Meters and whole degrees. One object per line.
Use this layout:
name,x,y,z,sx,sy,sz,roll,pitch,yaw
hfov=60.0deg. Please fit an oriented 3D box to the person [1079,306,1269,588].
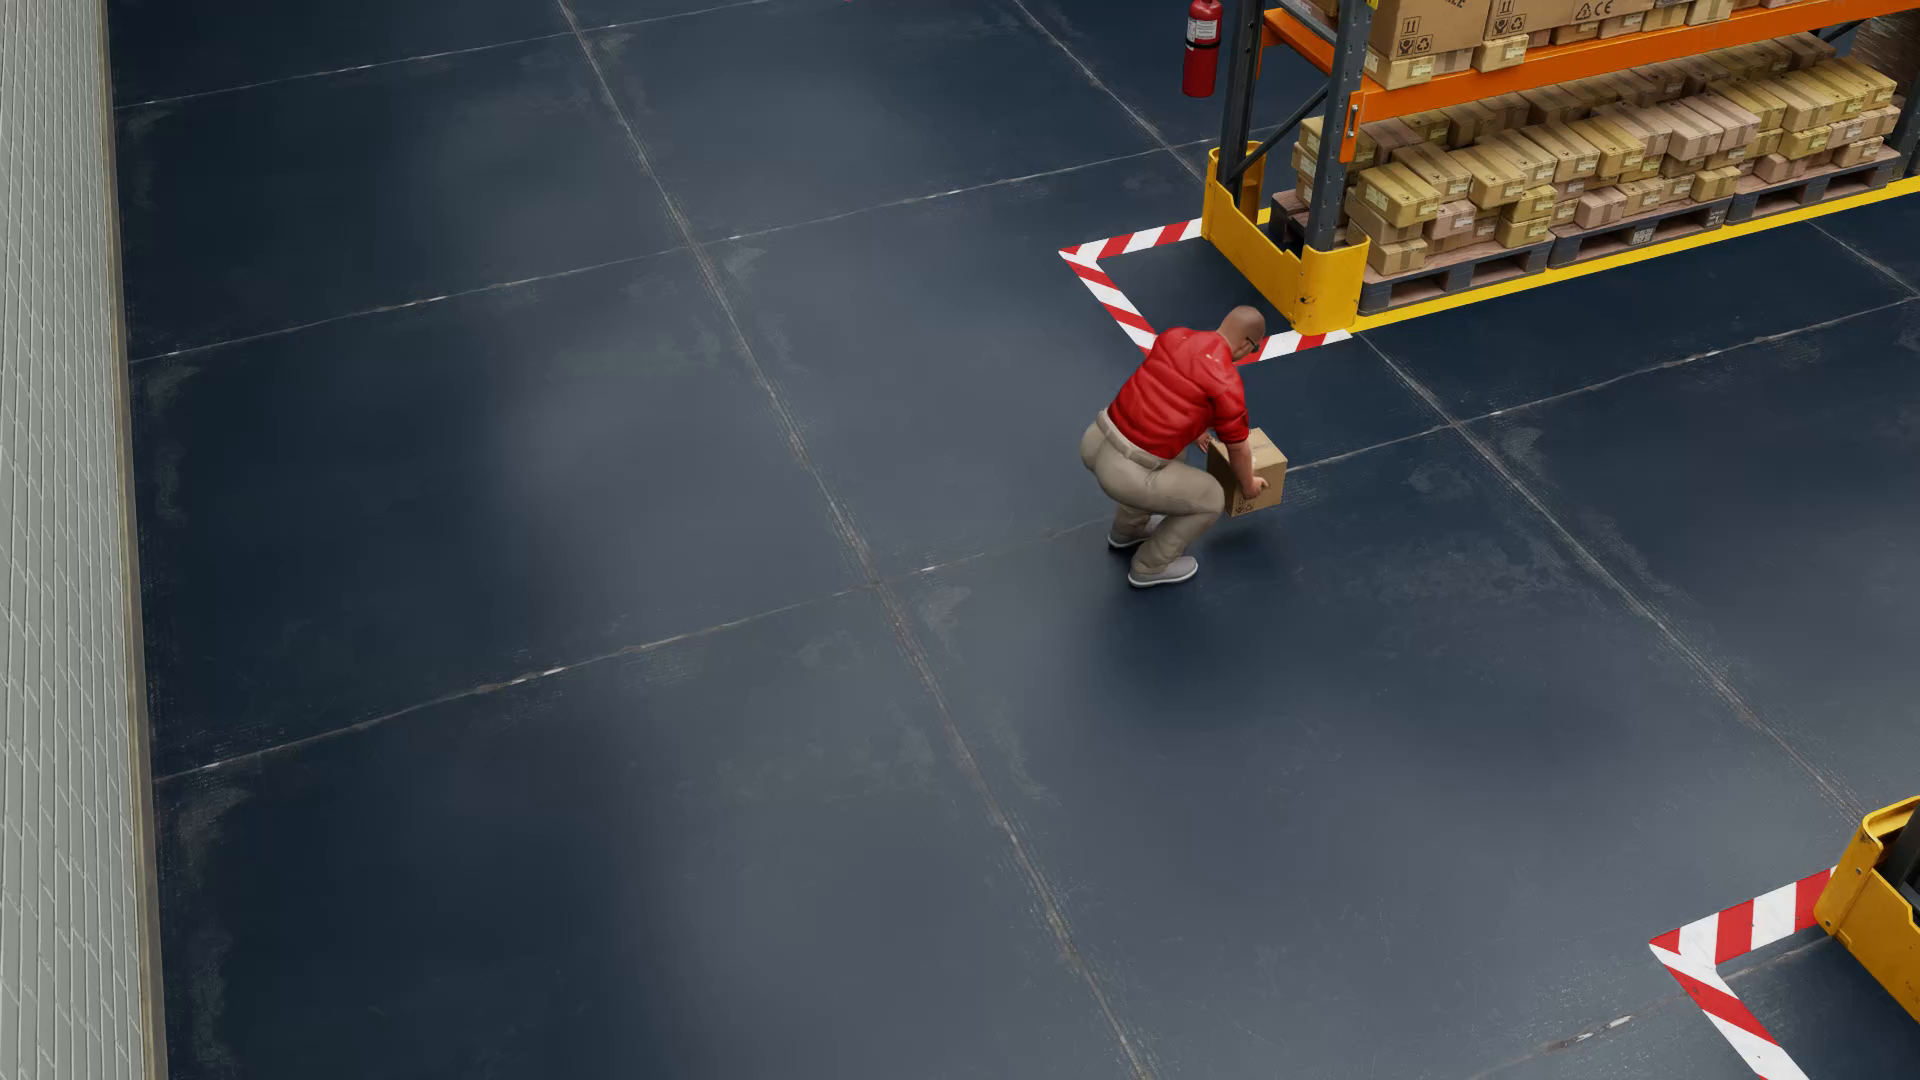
person,0.890,-0.411,7.054,0.805,1.181,0.579,-15,44,-17
